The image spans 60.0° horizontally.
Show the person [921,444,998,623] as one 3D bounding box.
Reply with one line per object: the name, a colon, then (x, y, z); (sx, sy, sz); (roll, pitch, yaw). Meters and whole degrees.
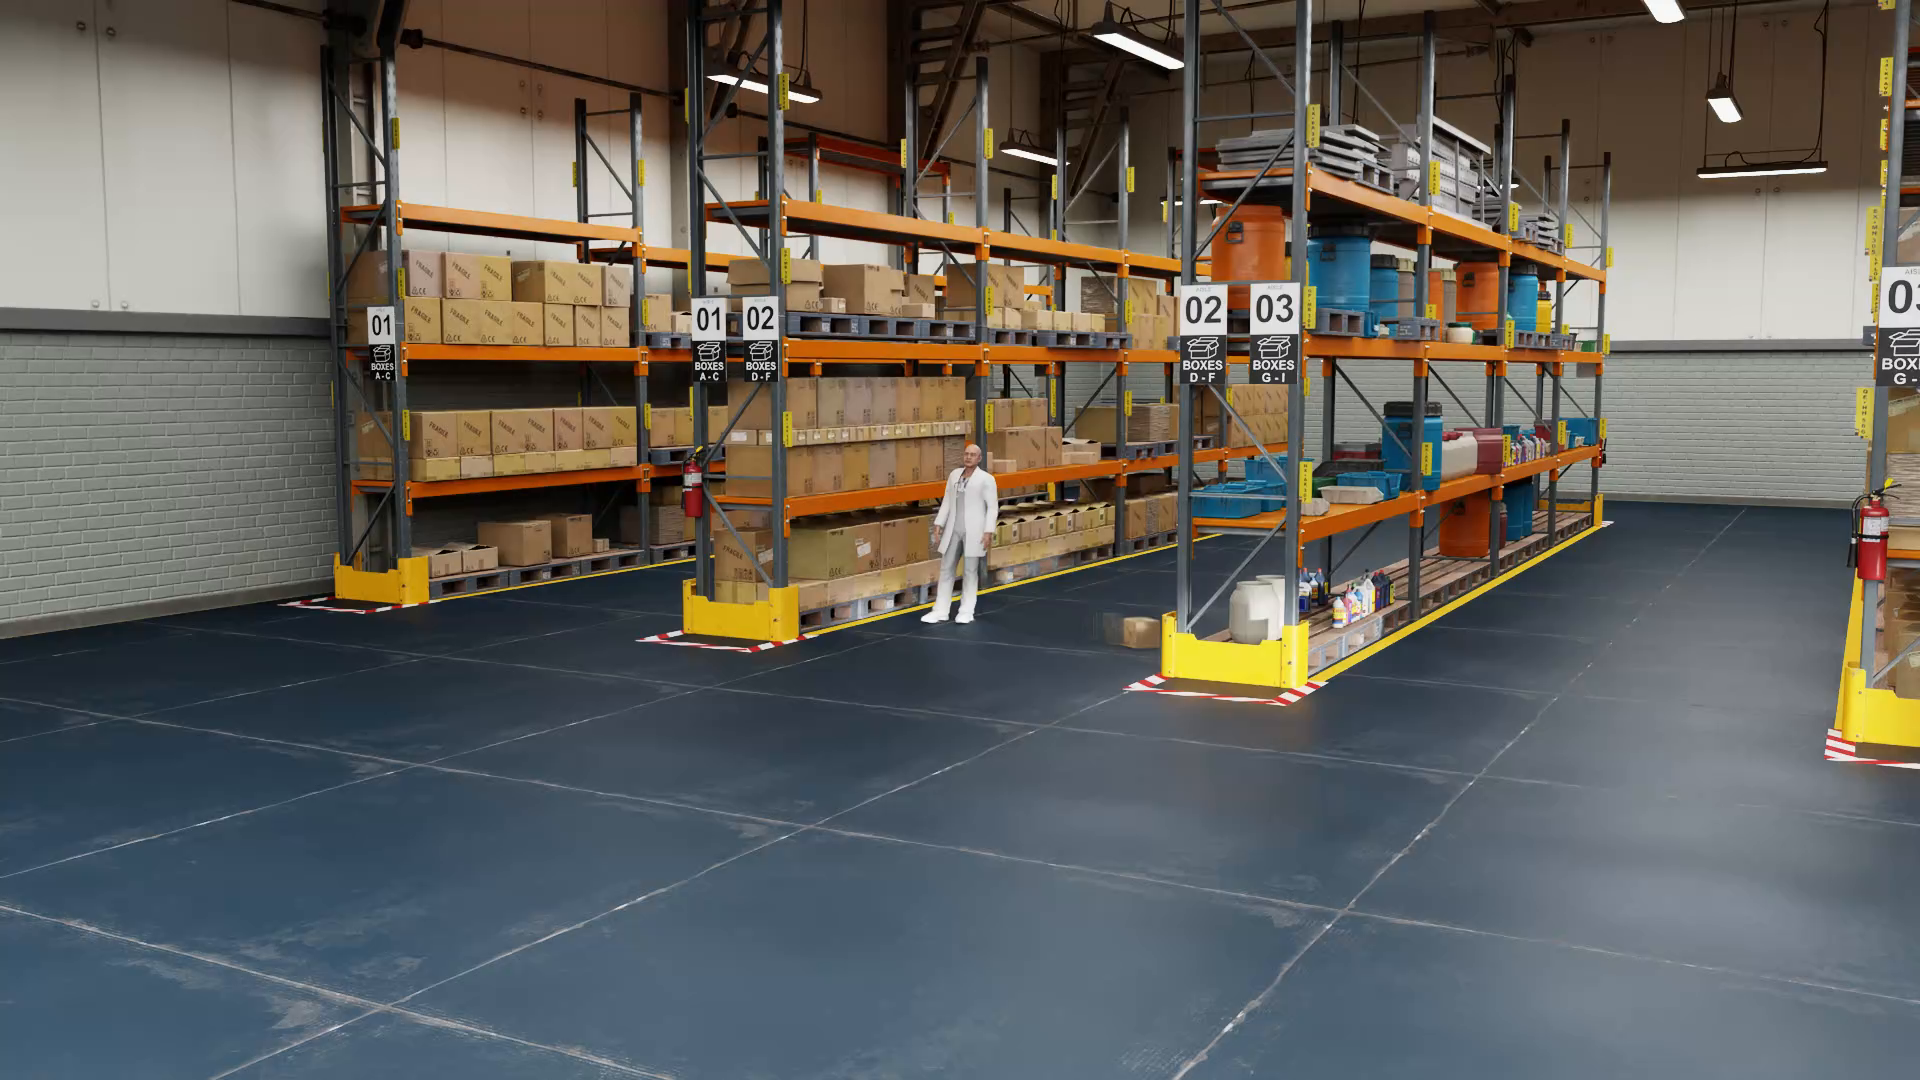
person: (0.010, -0.063, 16.599); (0.695, 1.775, 0.582); (3, 7, 29)
